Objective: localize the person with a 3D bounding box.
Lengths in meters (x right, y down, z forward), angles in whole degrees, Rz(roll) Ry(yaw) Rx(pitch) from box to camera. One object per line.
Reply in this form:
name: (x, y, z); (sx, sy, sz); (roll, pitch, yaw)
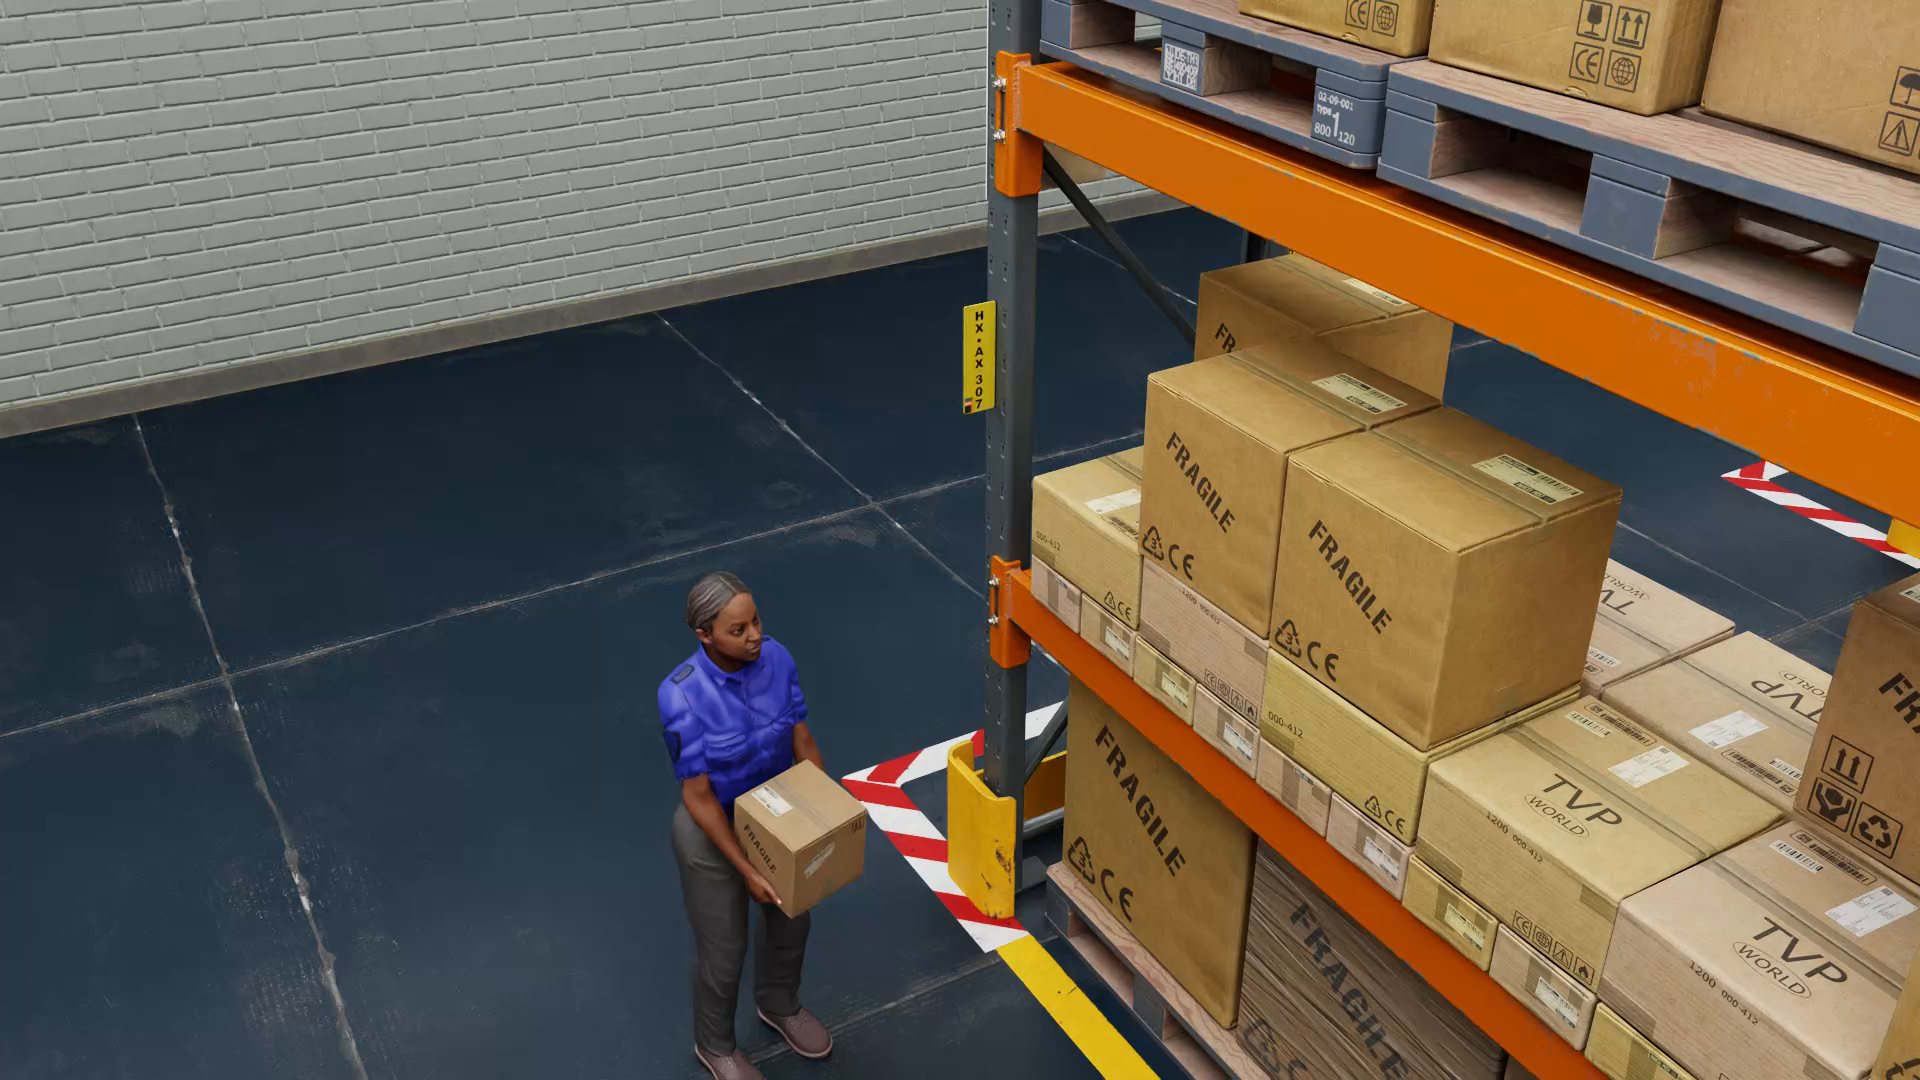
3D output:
person: (-0.545, 0.857, 4.606); (0.436, 1.656, 0.505); (-26, 38, -38)
